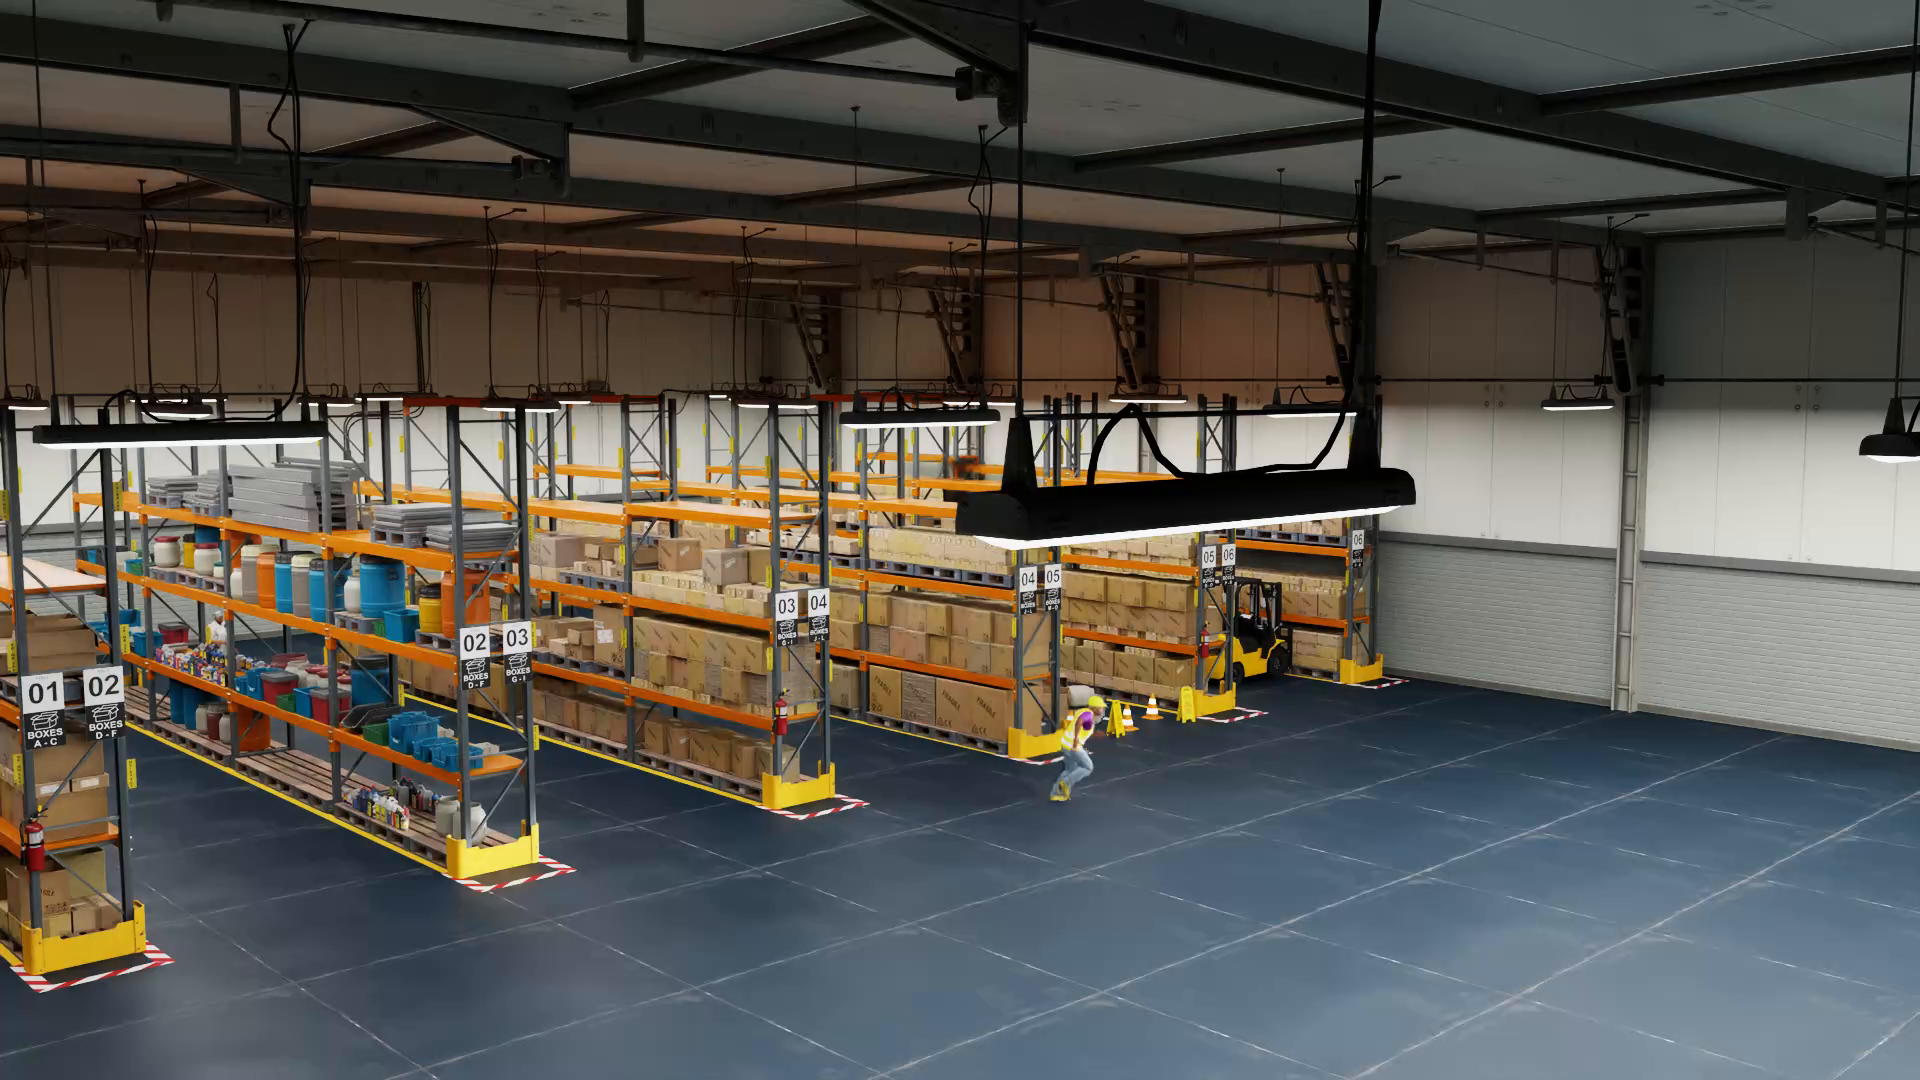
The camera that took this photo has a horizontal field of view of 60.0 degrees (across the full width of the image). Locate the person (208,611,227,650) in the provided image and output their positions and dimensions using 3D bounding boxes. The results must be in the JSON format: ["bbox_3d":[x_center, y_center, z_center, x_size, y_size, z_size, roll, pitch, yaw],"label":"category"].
[{"bbox_3d":[-14.958,2.265,33.644,0.876,1.688,0.601,3,6,30],"label":"person"}]

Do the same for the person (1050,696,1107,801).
[{"bbox_3d":[1.786,3.133,24.877,0.884,1.578,0.739,-1,6,-9],"label":"person"}]
